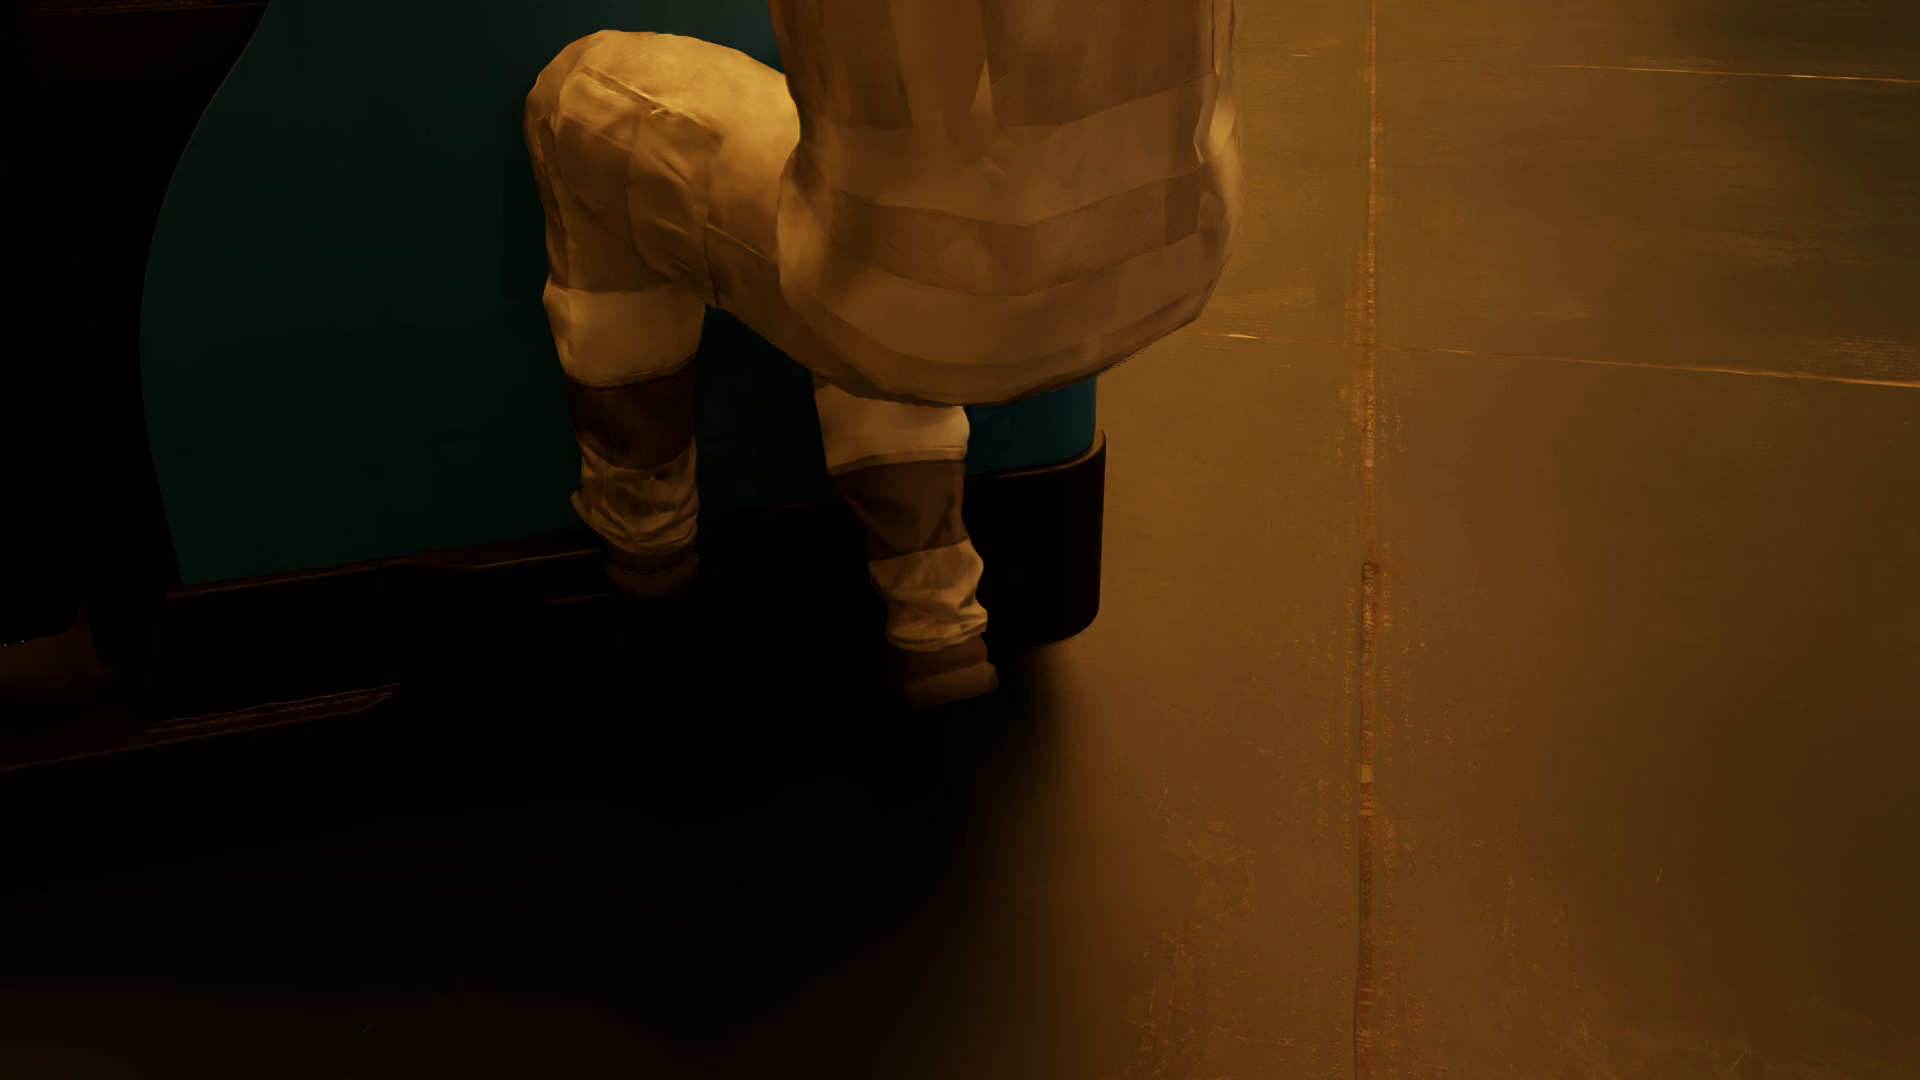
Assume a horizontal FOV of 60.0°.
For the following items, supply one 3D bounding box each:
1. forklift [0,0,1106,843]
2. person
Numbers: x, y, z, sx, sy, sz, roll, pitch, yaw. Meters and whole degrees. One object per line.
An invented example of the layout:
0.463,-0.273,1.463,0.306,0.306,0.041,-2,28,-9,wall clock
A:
-1.394,-1.135,1.496,3.031,2.935,1.130,-9,28,-17,forklift
-0.118,-0.421,1.543,1.136,1.499,0.860,-20,33,-34,person
